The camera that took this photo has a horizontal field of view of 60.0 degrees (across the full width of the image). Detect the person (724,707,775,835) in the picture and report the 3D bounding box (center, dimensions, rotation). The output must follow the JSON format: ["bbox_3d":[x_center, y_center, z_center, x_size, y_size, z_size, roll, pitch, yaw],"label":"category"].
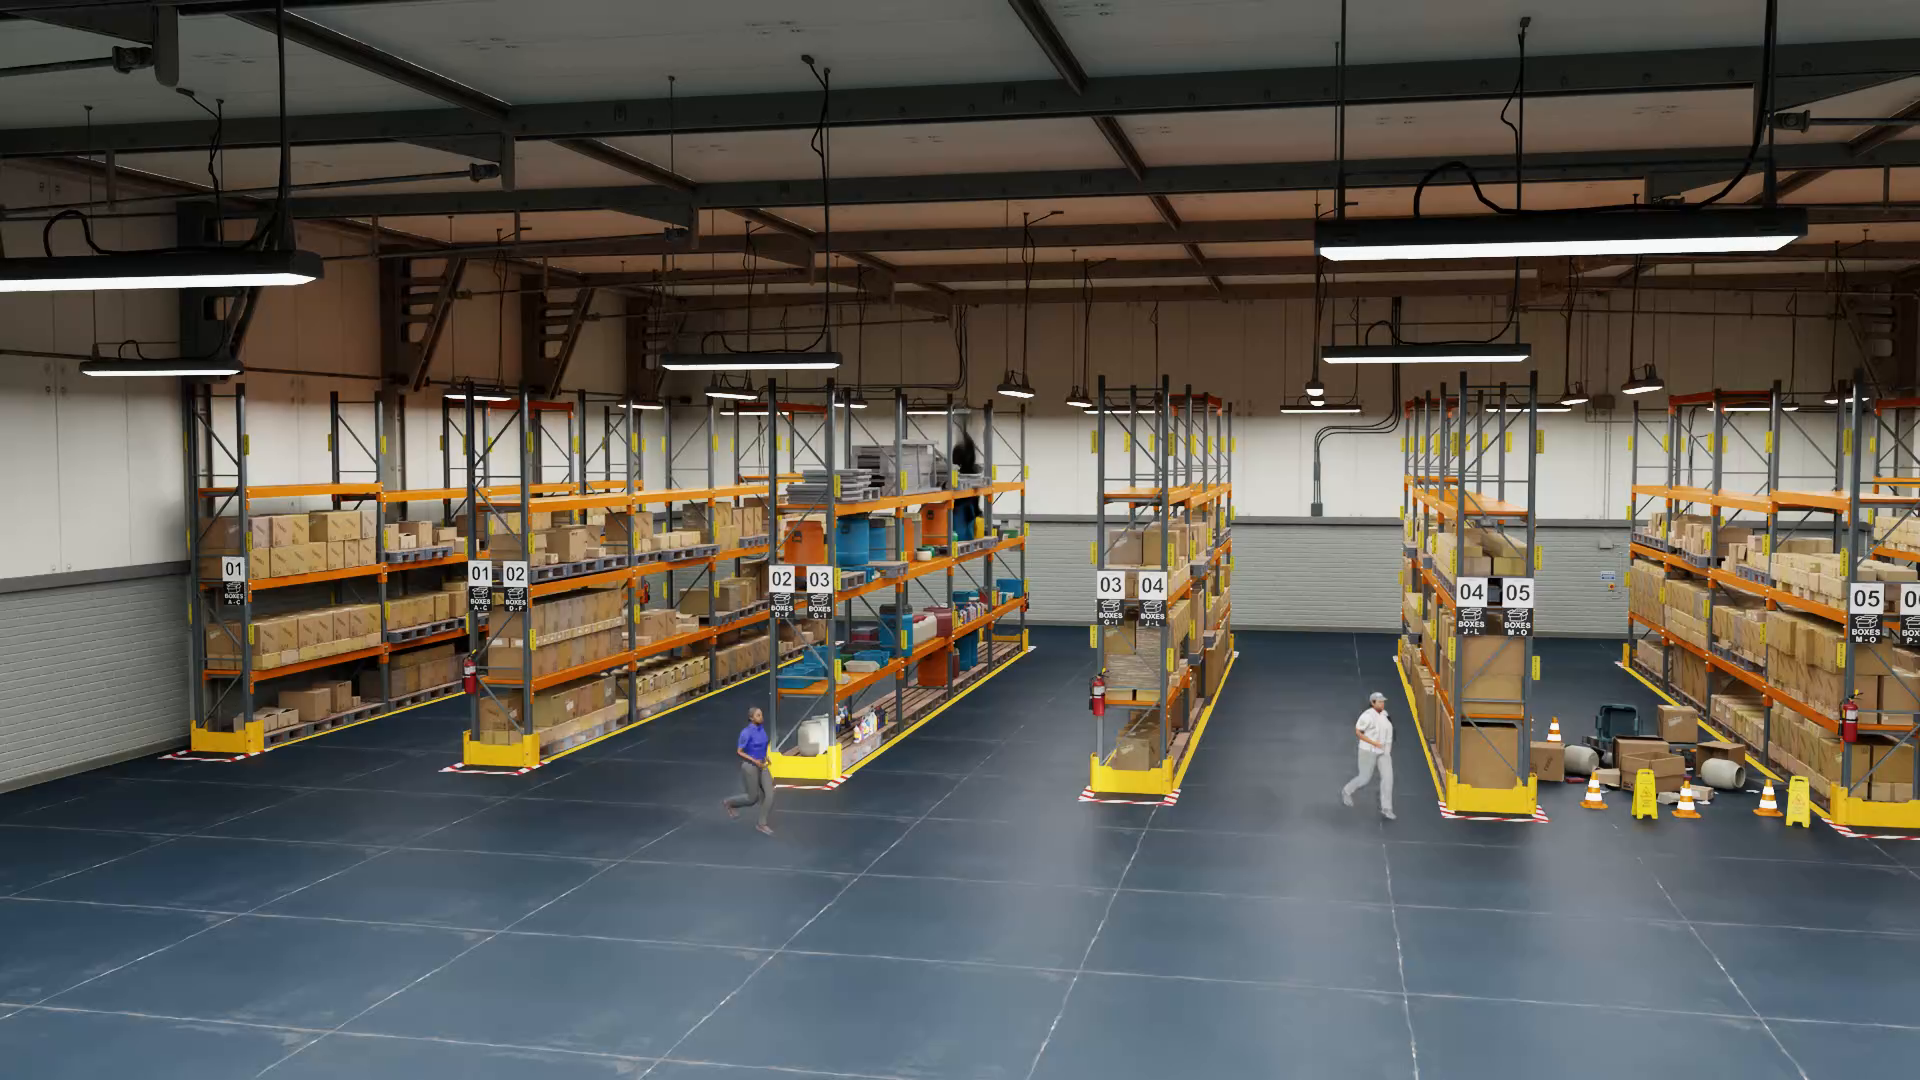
[{"bbox_3d":[-2.698,2.979,21.558,0.755,1.655,0.588,2,4,32],"label":"person"}]

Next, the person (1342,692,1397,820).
[{"bbox_3d":[5.626,2.890,22.514,0.643,1.650,0.959,-2,4,-28],"label":"person"}]

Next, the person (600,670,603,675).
[{"bbox_3d":[-7.164,2.386,32.594,0.648,1.612,0.964,0,3,8],"label":"person"}]
